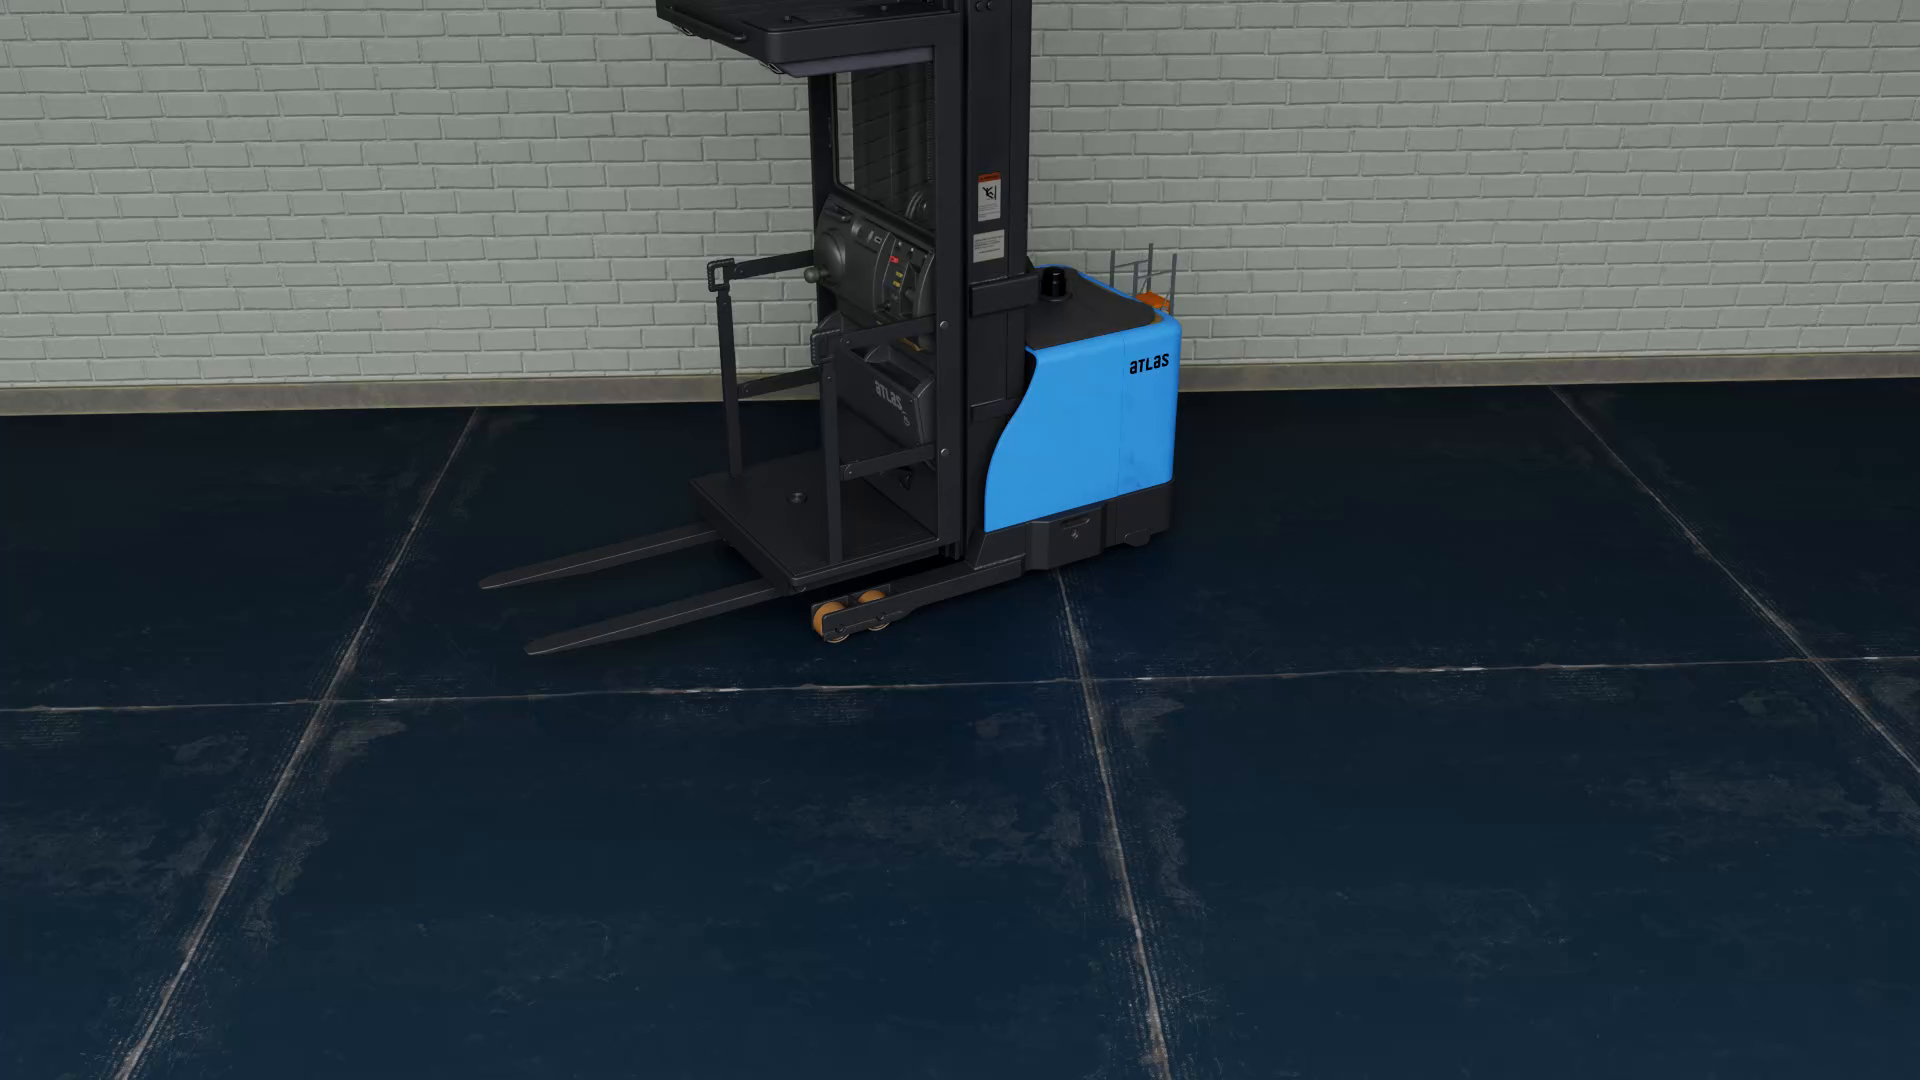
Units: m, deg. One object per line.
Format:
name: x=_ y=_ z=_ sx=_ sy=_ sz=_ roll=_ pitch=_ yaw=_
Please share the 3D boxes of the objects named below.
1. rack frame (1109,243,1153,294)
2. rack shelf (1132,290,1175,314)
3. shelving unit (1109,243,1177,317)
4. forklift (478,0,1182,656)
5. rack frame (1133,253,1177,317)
rack frame: x=0.807 y=-0.841 z=8.065 sx=0.240 sy=1.200 sz=0.006 roll=-15 pitch=31 yaw=-27
rack shelf: x=0.854 y=-1.084 z=7.849 sx=0.258 sy=0.103 sz=0.180 roll=-15 pitch=31 yaw=-27
shelving unit: x=0.854 y=-0.805 z=7.995 sx=0.258 sy=1.200 sz=0.189 roll=-15 pitch=31 yaw=-27
forklift: x=-0.539 y=-1.151 z=6.787 sx=3.031 sy=2.935 sz=1.130 roll=-15 pitch=31 yaw=-27
rack frame: x=0.901 y=-0.768 z=7.926 sx=0.240 sy=1.200 sz=0.006 roll=-15 pitch=31 yaw=-27
